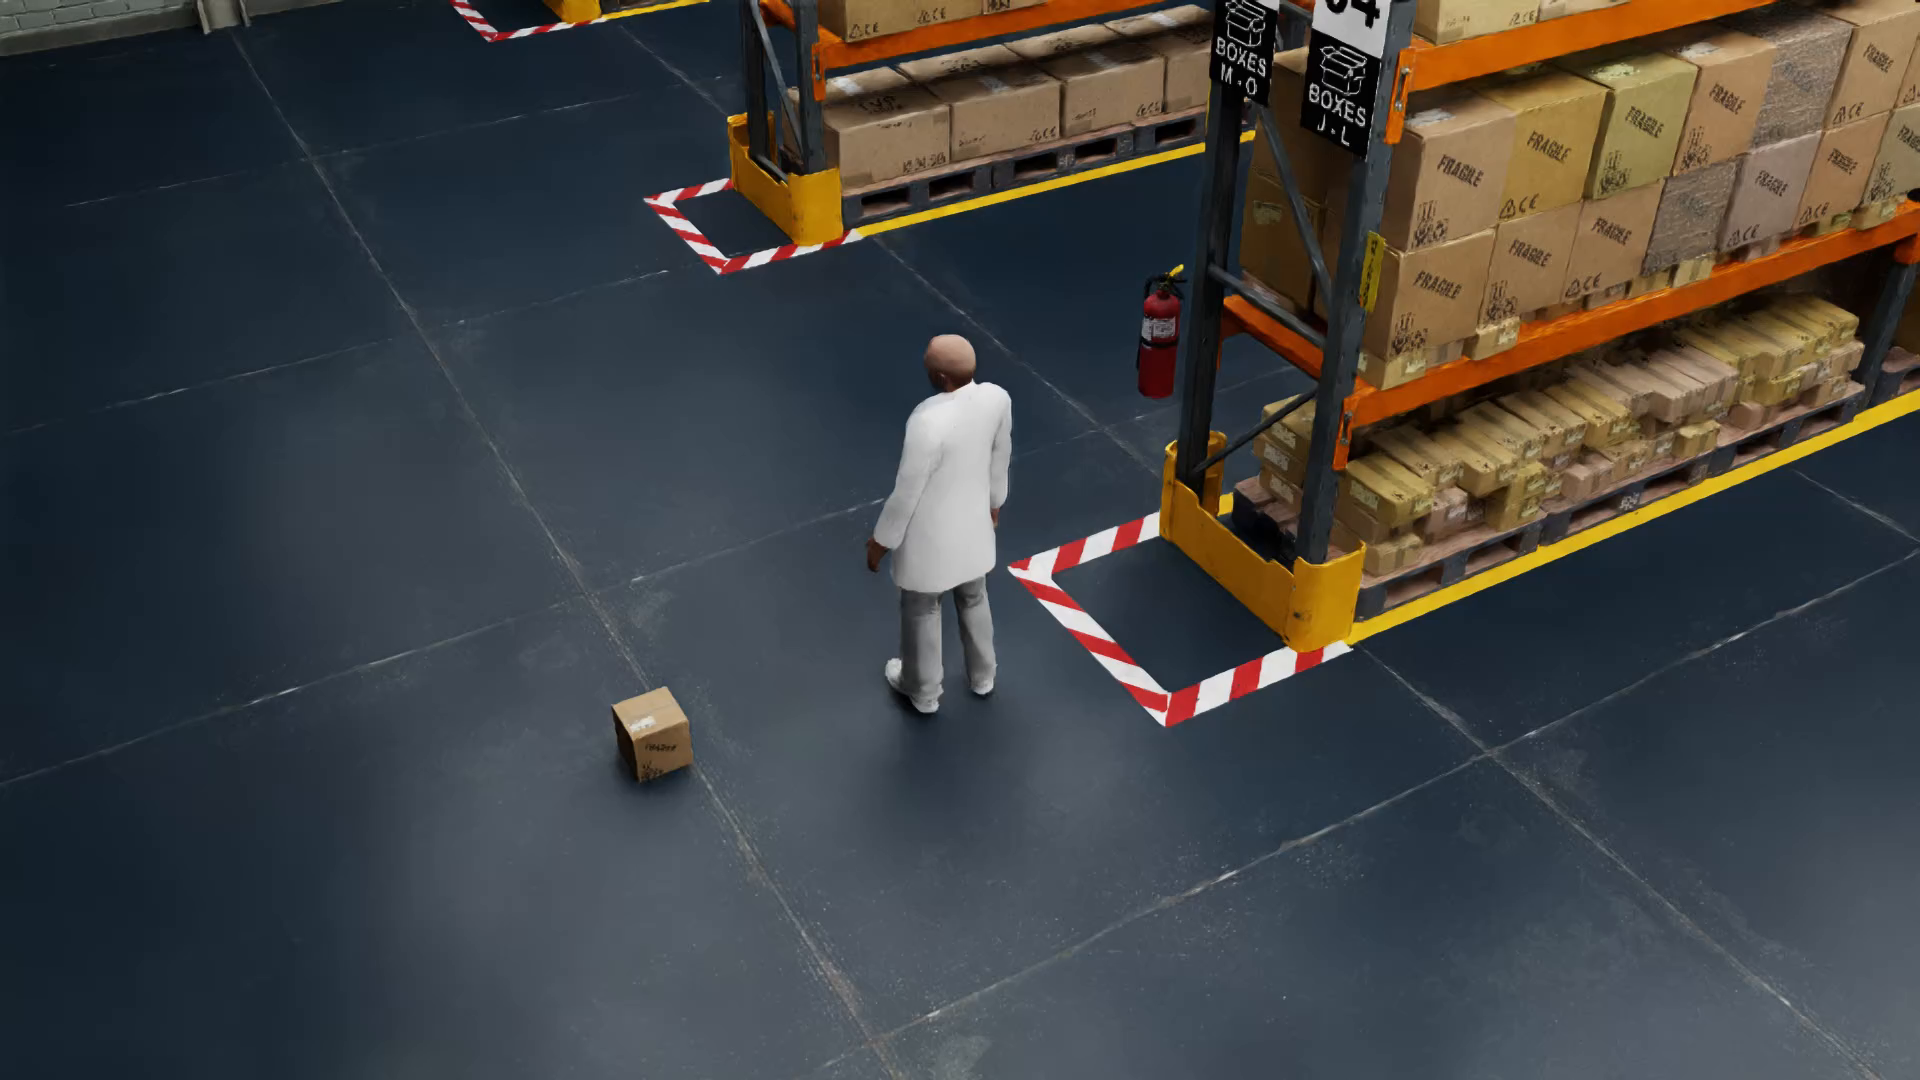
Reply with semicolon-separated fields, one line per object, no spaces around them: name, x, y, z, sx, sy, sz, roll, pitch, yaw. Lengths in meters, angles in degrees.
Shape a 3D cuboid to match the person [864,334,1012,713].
person;-0.093;-0.072;6.987;0.692;1.792;0.434;-29;45;-34
